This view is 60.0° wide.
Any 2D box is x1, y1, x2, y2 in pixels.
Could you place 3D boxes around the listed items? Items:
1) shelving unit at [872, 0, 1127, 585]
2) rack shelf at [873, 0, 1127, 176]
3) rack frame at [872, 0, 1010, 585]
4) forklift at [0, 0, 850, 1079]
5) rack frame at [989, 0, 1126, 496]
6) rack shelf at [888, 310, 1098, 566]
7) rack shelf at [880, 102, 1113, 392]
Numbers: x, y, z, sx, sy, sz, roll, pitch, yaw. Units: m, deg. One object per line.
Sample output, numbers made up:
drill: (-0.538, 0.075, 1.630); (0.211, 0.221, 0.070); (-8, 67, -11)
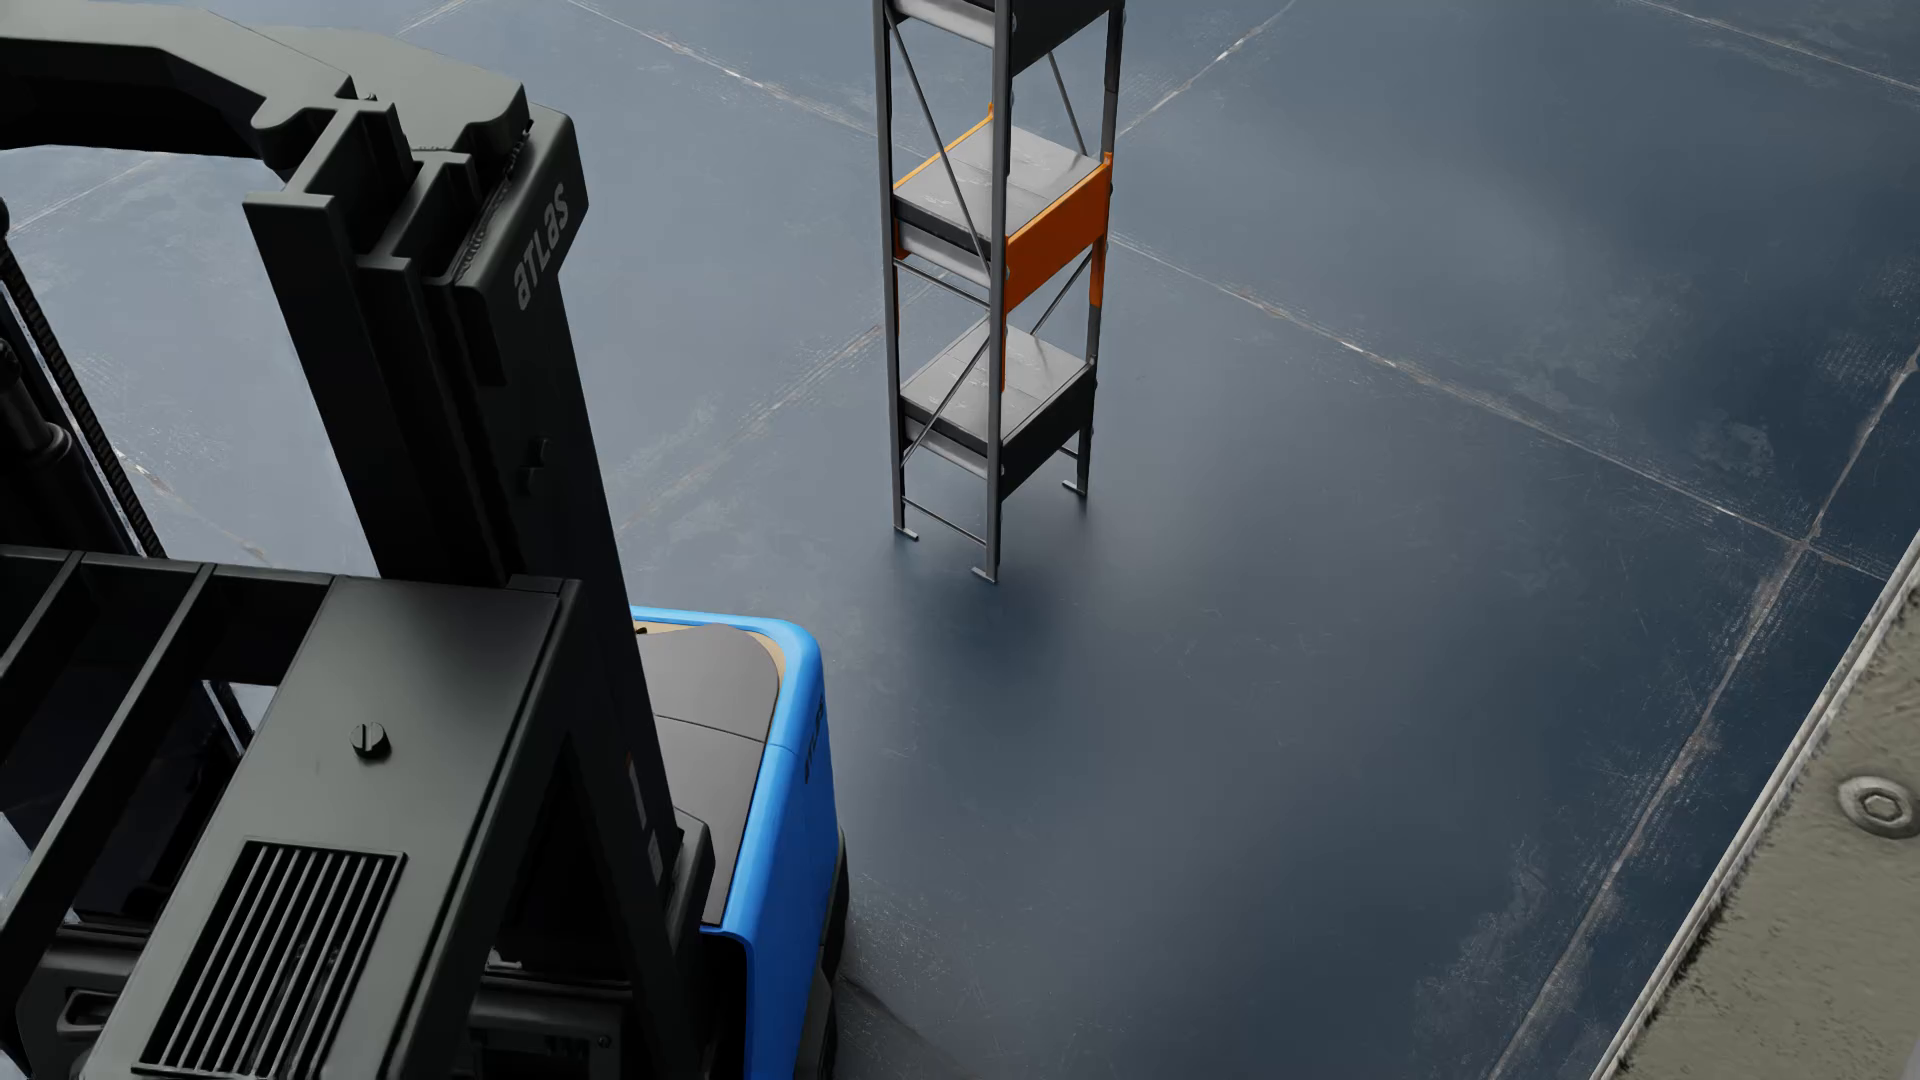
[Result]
shelving unit: (0.101, -0.820, 4.581); (0.431, 2.100, 0.503); (29, 53, 25)
rack shelf: (0.101, -1.294, 4.085); (0.431, 0.518, 0.480); (29, 53, 25)
rack frame: (-0.048, -0.680, 4.448); (0.400, 2.100, 0.015); (29, 53, 25)
forklift: (-0.974, 0.925, 2.339); (1.130, 2.935, 3.031); (5, 47, 5)
rack frame: (0.250, -0.960, 4.715); (0.400, 2.100, 0.015); (29, 53, 25)
rack shelf: (0.101, -0.327, 5.097); (0.431, 0.518, 0.480); (29, 53, 25)
rack shelf: (0.101, -0.811, 4.591); (0.431, 0.518, 0.480); (29, 53, 25)
